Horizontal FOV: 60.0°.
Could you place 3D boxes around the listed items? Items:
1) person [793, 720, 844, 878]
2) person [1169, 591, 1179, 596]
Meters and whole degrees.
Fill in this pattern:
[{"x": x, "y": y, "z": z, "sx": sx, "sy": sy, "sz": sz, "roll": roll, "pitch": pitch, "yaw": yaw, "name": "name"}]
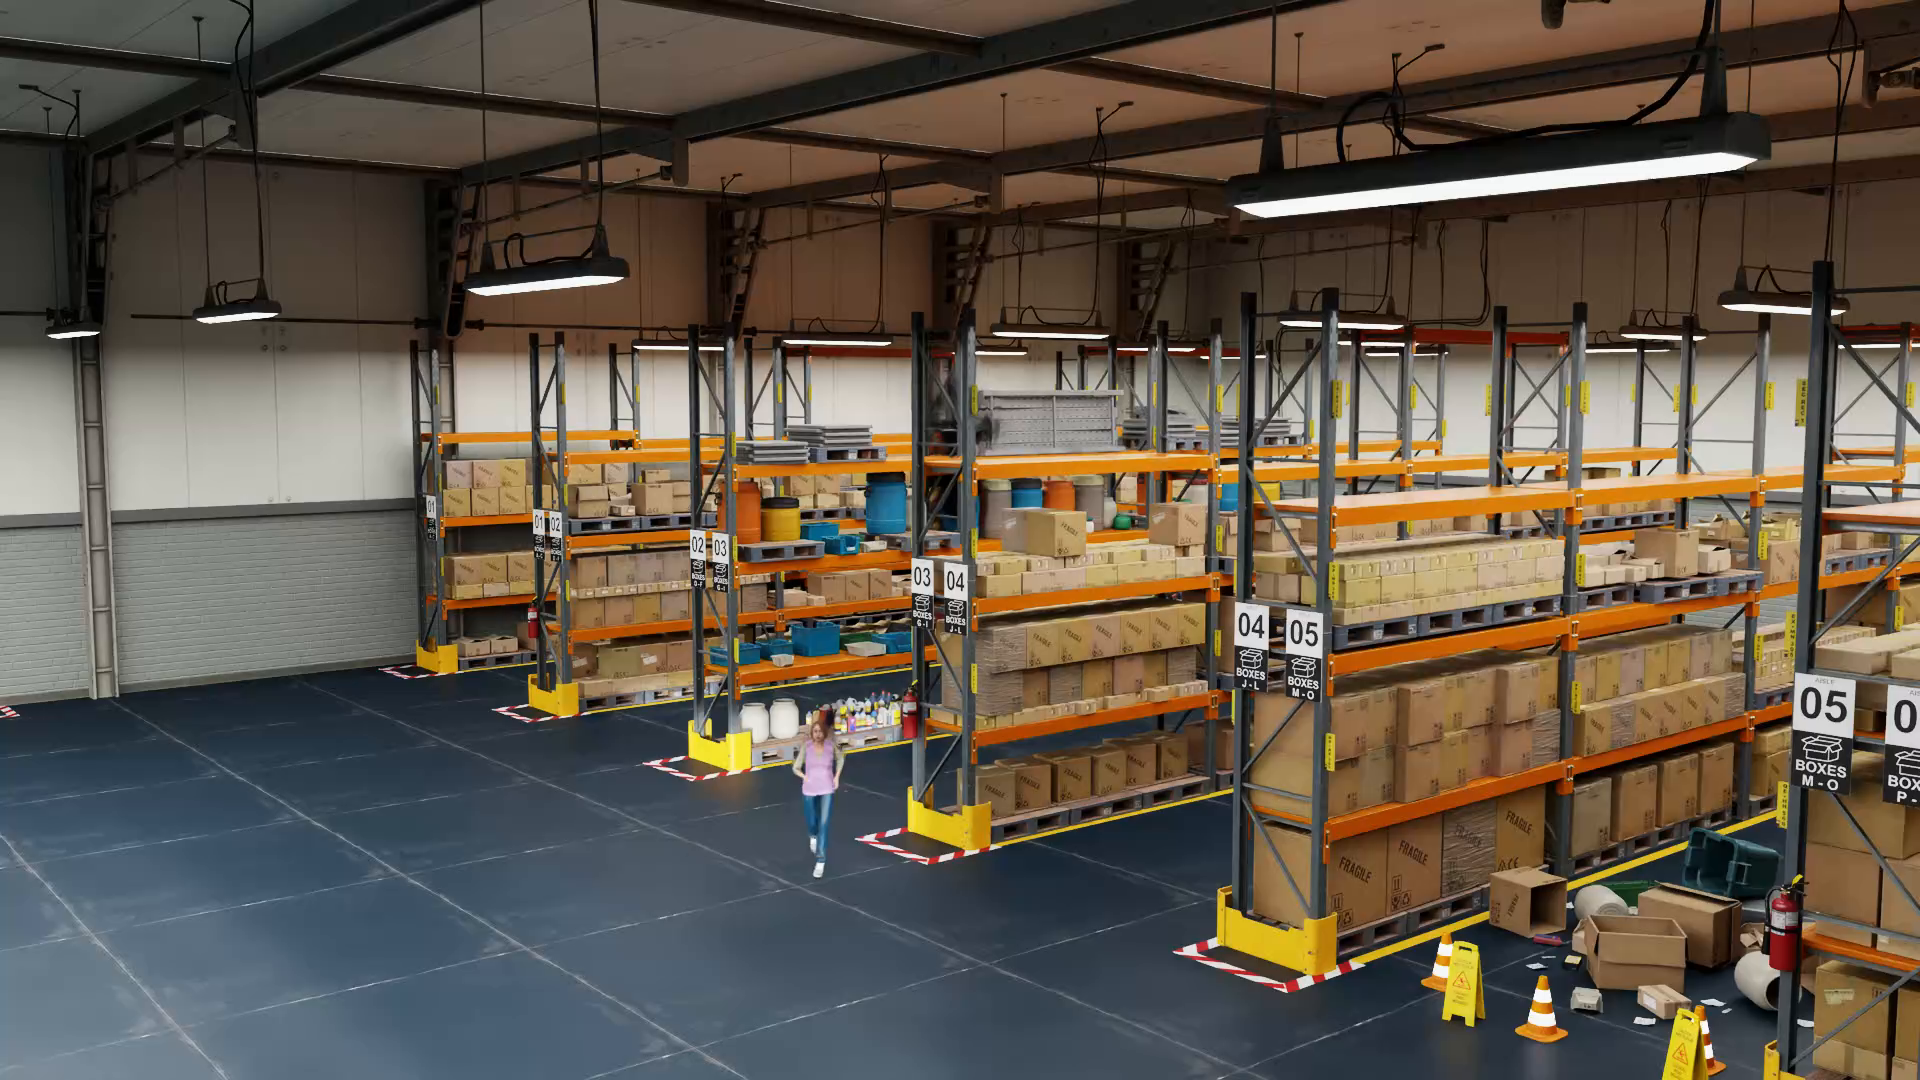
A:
[{"x": -1.514, "y": 2.714, "z": 17.784, "sx": 0.547, "sy": 1.596, "sz": 0.880, "roll": 0, "pitch": 5, "yaw": -2, "name": "person"}, {"x": 4.323, "y": 1.267, "z": 32.885, "sx": 0.640, "sy": 1.759, "sz": 0.871, "roll": 5, "pitch": 7, "yaw": 42, "name": "person"}]
